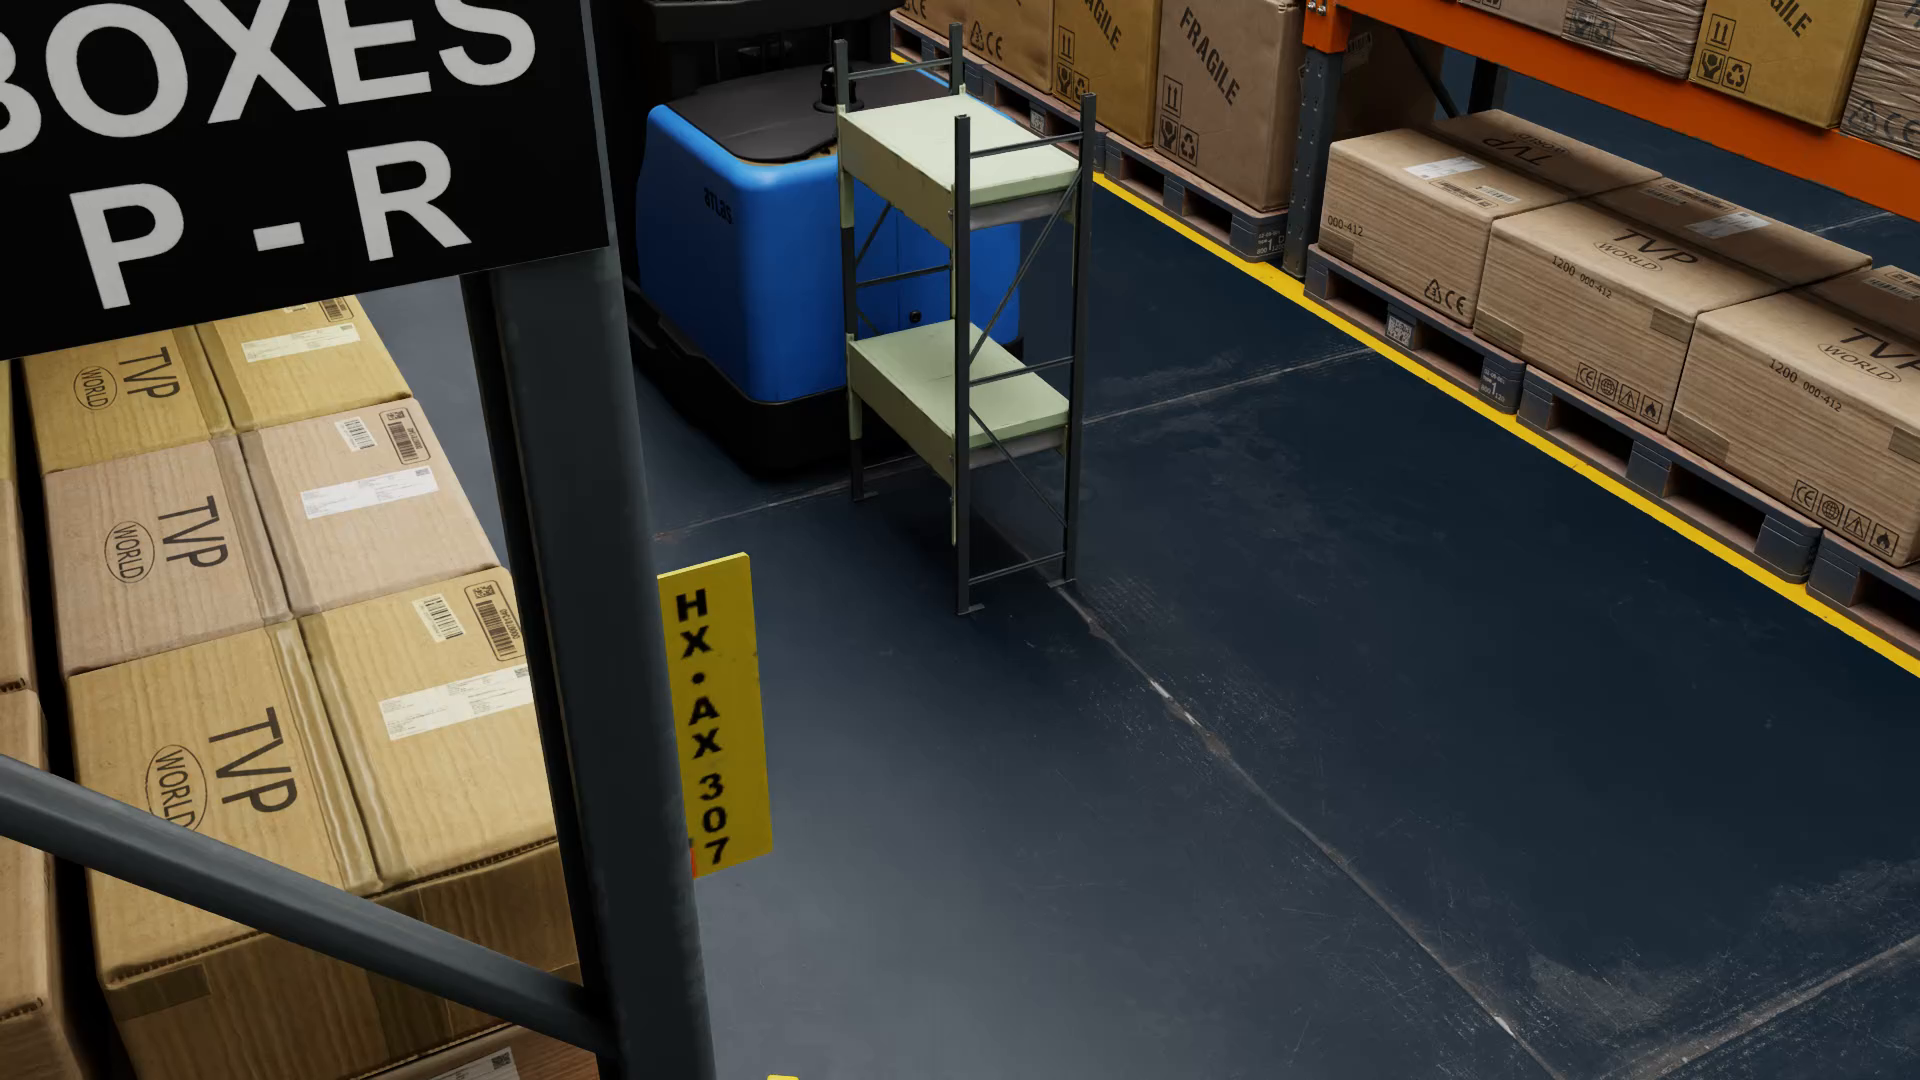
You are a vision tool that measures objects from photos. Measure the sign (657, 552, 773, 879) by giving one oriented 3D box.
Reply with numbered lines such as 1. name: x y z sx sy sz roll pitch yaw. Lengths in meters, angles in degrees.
1. sign: -0.216 0.160 1.418 0.100 0.325 0.005 -16 36 -23

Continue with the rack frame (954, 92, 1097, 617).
1. rack frame: 0.168 -0.460 4.578 0.400 1.500 0.023 -16 36 -23

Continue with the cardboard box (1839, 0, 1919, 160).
1. cardboard box: 2.765 -1.281 4.377 0.500 0.500 0.500 -15 36 -22

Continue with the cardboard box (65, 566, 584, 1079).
1. cardboard box: -0.669 0.314 1.842 0.500 0.250 0.500 -16 36 -23

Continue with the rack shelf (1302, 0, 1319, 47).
1. rack shelf: 0.896 -3.150 8.053 1.077 0.370 4.000 -16 36 -23

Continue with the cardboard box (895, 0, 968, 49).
1. cardboard box: 0.212 -3.339 9.261 0.875 0.875 0.875 -16 36 -24

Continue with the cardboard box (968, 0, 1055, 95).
1. cardboard box: 0.624 -2.912 8.595 0.875 0.875 0.875 -15 36 -23

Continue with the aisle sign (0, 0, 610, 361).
1. aisle sign: -0.405 -0.475 0.801 0.394 0.787 0.004 -16 36 -23

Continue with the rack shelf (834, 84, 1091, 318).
1. rack shelf: -0.003 -0.963 4.640 0.431 0.370 0.720 -16 36 -23

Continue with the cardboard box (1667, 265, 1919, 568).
1. cardboard box: 2.863 -0.412 5.098 0.875 0.438 0.875 -15 36 -22

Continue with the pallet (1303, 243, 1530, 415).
1. pallet: 2.114 -0.942 6.524 1.003 0.211 1.213 -16 36 -23

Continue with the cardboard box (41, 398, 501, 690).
1. cardboard box: -0.905 0.074 2.217 0.500 0.250 0.500 -15 36 -23

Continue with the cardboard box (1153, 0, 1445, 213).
1. cardboard box: 1.468 -2.056 7.259 0.875 0.875 0.875 -15 35 -22

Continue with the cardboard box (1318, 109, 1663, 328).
1. cardboard box: 2.026 -1.270 6.437 0.875 0.438 0.875 -16 36 -24

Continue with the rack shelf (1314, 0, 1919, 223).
1. rack shelf: 2.761 -1.241 5.073 1.077 0.370 4.000 -16 36 -23

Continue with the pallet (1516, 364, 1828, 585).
1. pallet: 2.686 -0.359 5.614 1.003 0.211 1.213 -16 36 -23

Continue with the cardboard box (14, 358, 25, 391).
1. cardboard box: -1.855 -0.288 2.782 0.500 0.250 0.500 -16 36 -23

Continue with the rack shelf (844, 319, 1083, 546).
1. rack shelf: -0.003 -0.360 5.026 0.431 0.370 0.720 -16 36 -23

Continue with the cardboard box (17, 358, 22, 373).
1. cardboard box: -1.401 -0.406 2.966 0.500 0.250 0.500 -17 36 -24

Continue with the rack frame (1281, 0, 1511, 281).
1. rack frame: 1.828 -2.498 6.369 1.000 3.000 0.127 -16 36 -23

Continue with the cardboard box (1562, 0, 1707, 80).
1. cardboard box: 2.273 -1.771 5.140 0.500 0.500 0.500 -16 36 -23

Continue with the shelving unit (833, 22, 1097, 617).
1. shelving unit: -0.003 -0.635 4.850 0.431 1.500 0.755 -16 36 -23

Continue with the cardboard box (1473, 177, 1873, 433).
1. cardboard box: 2.444 -0.843 5.770 0.875 0.438 0.875 -17 36 -24

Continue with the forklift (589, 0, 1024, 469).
1. forklift: -0.953 -2.236 6.022 1.130 2.935 3.031 -17 37 -25

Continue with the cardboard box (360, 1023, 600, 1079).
1. cardboard box: -0.607 0.541 1.858 0.380 0.149 0.250 -16 36 -23

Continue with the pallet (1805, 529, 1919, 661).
1. pallet: 3.251 0.223 4.707 1.003 0.211 1.213 -16 36 -23

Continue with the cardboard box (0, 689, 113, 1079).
1. cardboard box: -1.145 0.446 1.637 0.500 0.250 0.500 -15 36 -22

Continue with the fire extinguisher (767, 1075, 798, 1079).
1. fire extinguisher: -0.219 0.804 1.631 0.296 0.674 0.183 -16 36 -23

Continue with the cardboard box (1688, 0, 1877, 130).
1. cardboard box: 2.513 -1.525 4.757 0.500 0.500 0.500 -15 35 -22

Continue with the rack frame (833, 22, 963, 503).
1. rack frame: -0.174 -0.809 5.123 0.400 1.500 0.023 -16 36 -23

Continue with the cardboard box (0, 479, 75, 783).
1. cardboard box: -1.385 0.200 2.021 0.500 0.250 0.500 -16 36 -23

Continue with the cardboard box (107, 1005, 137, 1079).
1. cardboard box: -1.152 0.539 1.860 0.380 0.149 0.250 -15 35 -22

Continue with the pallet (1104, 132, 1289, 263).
1. pallet: 1.402 -1.674 7.666 1.003 0.211 1.213 -16 36 -23

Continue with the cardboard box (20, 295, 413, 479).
1. cardboard box: -1.144 -0.167 2.594 0.500 0.250 0.500 -17 36 -24

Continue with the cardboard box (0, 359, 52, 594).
1. cardboard box: -1.611 -0.038 2.392 0.500 0.250 0.500 -15 35 -22

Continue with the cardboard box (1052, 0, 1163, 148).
1. cardboard box: 1.040 -2.485 7.929 0.875 0.875 0.875 -15 36 -22

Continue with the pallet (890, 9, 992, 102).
1. pallet: 0.264 -2.838 9.484 1.003 0.211 1.213 -16 36 -23

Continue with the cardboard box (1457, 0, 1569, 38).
1. cardboard box: 2.046 -2.009 5.513 0.500 0.500 0.500 -16 36 -23

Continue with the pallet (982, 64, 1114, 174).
1. pallet: 0.829 -2.256 8.576 1.003 0.211 1.213 -16 36 -23
